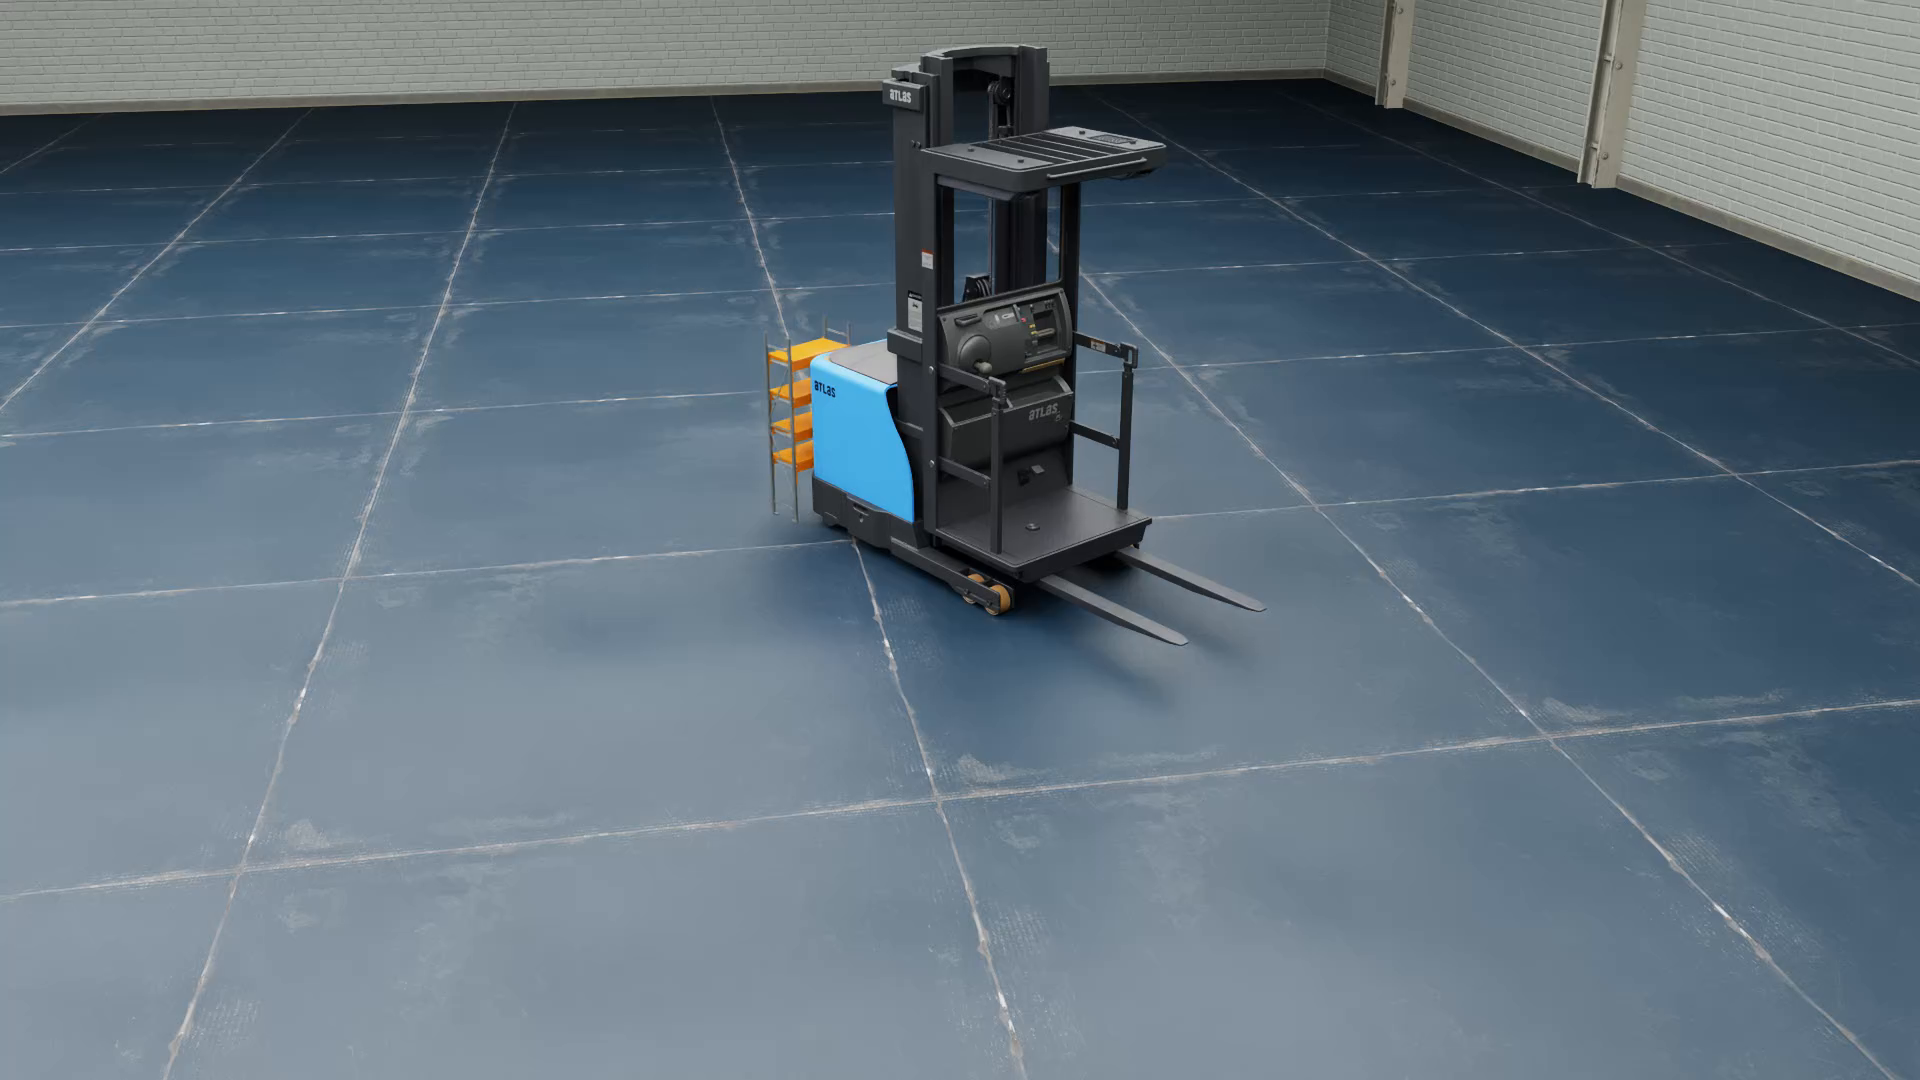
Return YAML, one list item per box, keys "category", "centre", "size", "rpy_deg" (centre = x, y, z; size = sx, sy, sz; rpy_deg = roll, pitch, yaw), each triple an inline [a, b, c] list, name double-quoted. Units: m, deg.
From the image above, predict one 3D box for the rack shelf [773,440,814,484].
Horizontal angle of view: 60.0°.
- category: "rack shelf"
  centre: [-0.942, -0.519, 10.604]
  size: [0.258, 0.148, 0.480]
  rpy_deg: [21, 31, 40]

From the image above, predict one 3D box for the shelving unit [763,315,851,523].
- category: "shelving unit"
  centre: [-0.942, -0.763, 10.497]
  size: [0.258, 1.200, 0.503]
  rpy_deg: [21, 31, 40]

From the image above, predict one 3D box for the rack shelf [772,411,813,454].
- category: "rack shelf"
  centre: [-0.942, -0.701, 10.524]
  size: [0.258, 0.148, 0.480]
  rpy_deg: [21, 31, 40]

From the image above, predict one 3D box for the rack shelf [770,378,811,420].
- category: "rack shelf"
  centre: [-0.942, -0.906, 10.435]
  size: [0.258, 0.148, 0.480]
  rpy_deg: [21, 31, 40]

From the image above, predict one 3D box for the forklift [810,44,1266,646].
- category: "forklift"
  centre: [0.404, -1.152, 9.225]
  size: [1.130, 2.935, 3.031]
  rpy_deg: [-19, 30, -36]

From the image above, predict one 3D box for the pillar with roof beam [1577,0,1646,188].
- category: "pillar with roof beam"
  centre: [3.460, -8.098, 17.548]
  size: [9.100, 9.000, 0.400]
  rpy_deg: [-4, 24, -10]

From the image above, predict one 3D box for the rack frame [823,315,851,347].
- category: "rack frame"
  centre: [-0.773, -0.833, 10.658]
  size: [0.240, 1.200, 0.015]
  rpy_deg: [21, 31, 40]

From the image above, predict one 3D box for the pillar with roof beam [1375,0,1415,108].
- category: "pillar with roof beam"
  centre: [2.350, -10.458, 22.951]
  size: [9.100, 9.000, 0.400]
  rpy_deg: [-4, 24, -10]

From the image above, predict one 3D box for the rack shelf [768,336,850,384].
- category: "rack shelf"
  centre: [-0.942, -1.123, 10.340]
  size: [0.258, 0.148, 0.480]
  rpy_deg: [21, 31, 40]

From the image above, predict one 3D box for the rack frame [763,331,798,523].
- category: "rack frame"
  centre: [-1.112, -0.692, 10.336]
  size: [0.240, 1.200, 0.015]
  rpy_deg: [21, 31, 40]
